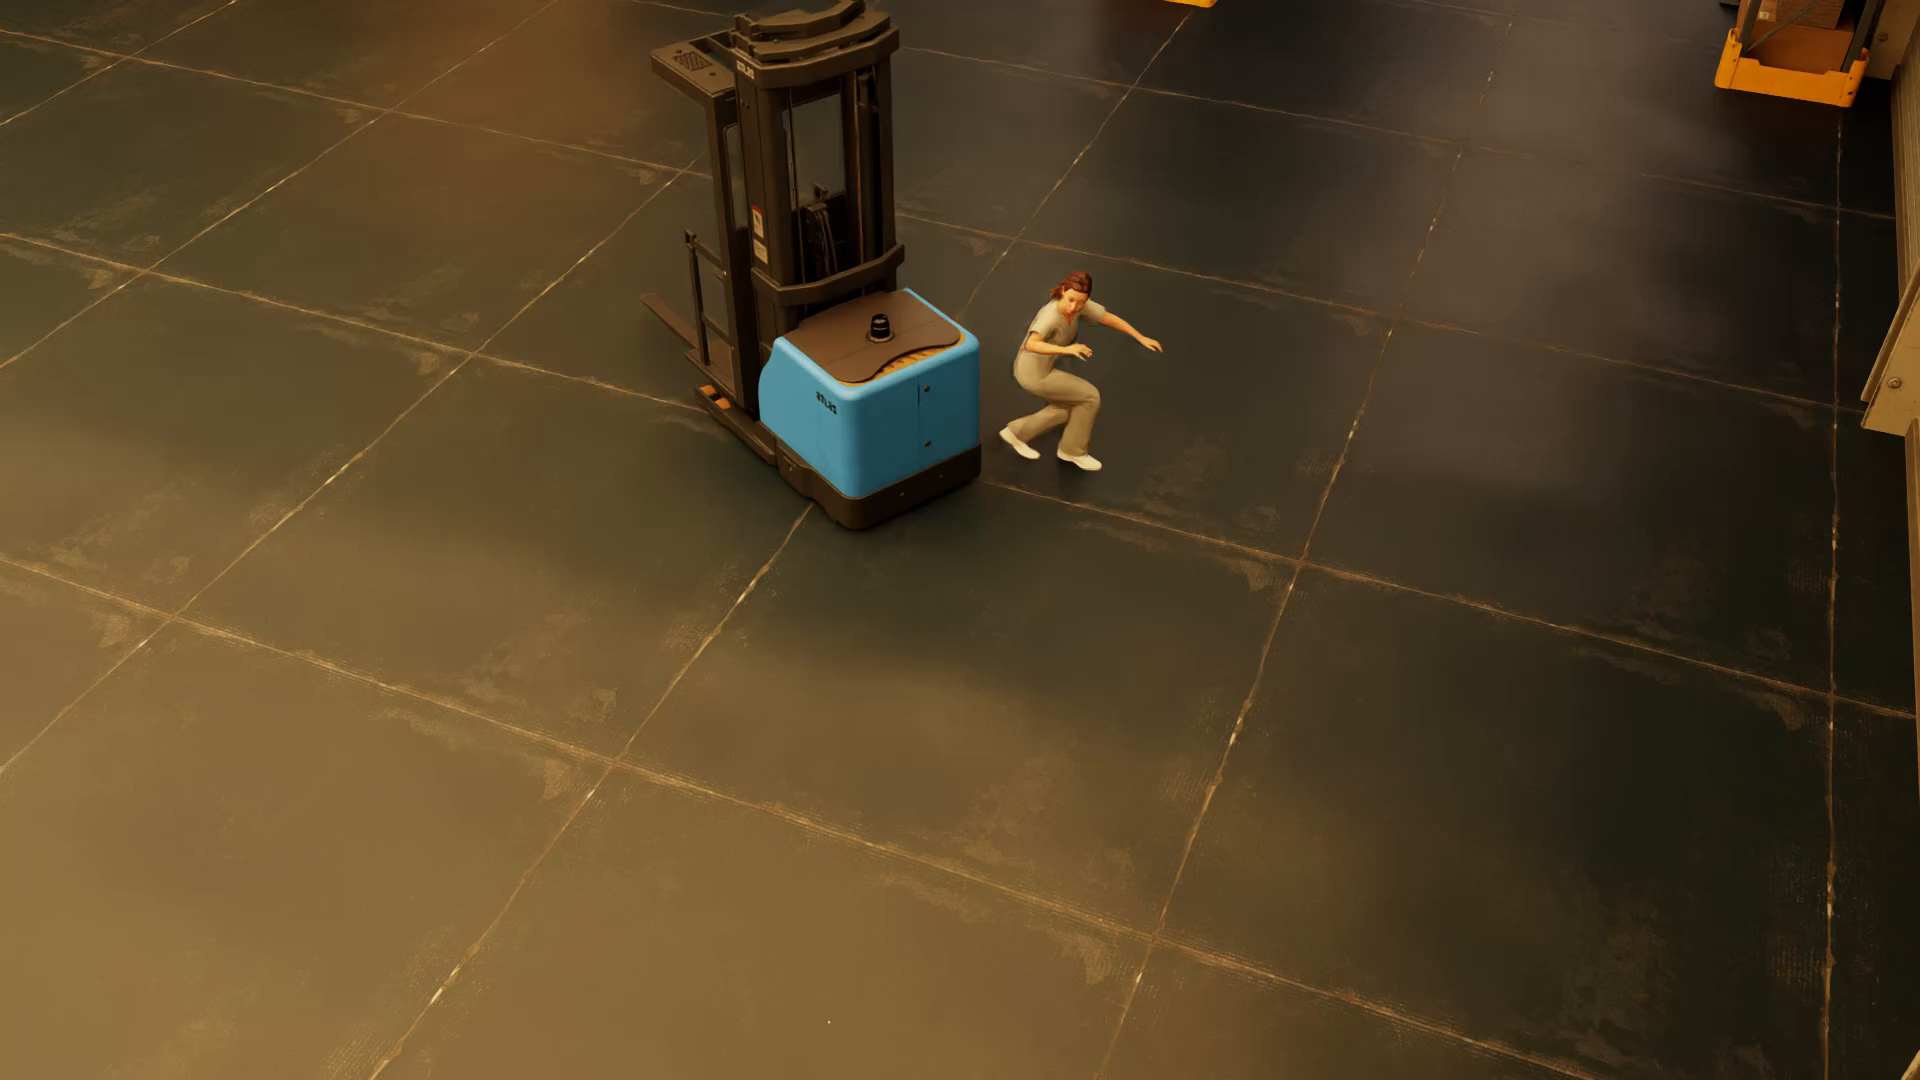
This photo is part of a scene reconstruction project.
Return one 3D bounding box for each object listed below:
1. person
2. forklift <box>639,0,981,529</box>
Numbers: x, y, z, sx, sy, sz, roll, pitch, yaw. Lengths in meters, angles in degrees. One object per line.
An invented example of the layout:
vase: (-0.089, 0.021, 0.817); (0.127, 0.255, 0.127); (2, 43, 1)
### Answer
person: (0.756, -1.017, 10.433); (1.016, 1.406, 0.698); (3, 40, 4)
forklift: (-1.151, -2.085, 10.497); (1.130, 2.935, 3.031); (-26, 46, -27)
